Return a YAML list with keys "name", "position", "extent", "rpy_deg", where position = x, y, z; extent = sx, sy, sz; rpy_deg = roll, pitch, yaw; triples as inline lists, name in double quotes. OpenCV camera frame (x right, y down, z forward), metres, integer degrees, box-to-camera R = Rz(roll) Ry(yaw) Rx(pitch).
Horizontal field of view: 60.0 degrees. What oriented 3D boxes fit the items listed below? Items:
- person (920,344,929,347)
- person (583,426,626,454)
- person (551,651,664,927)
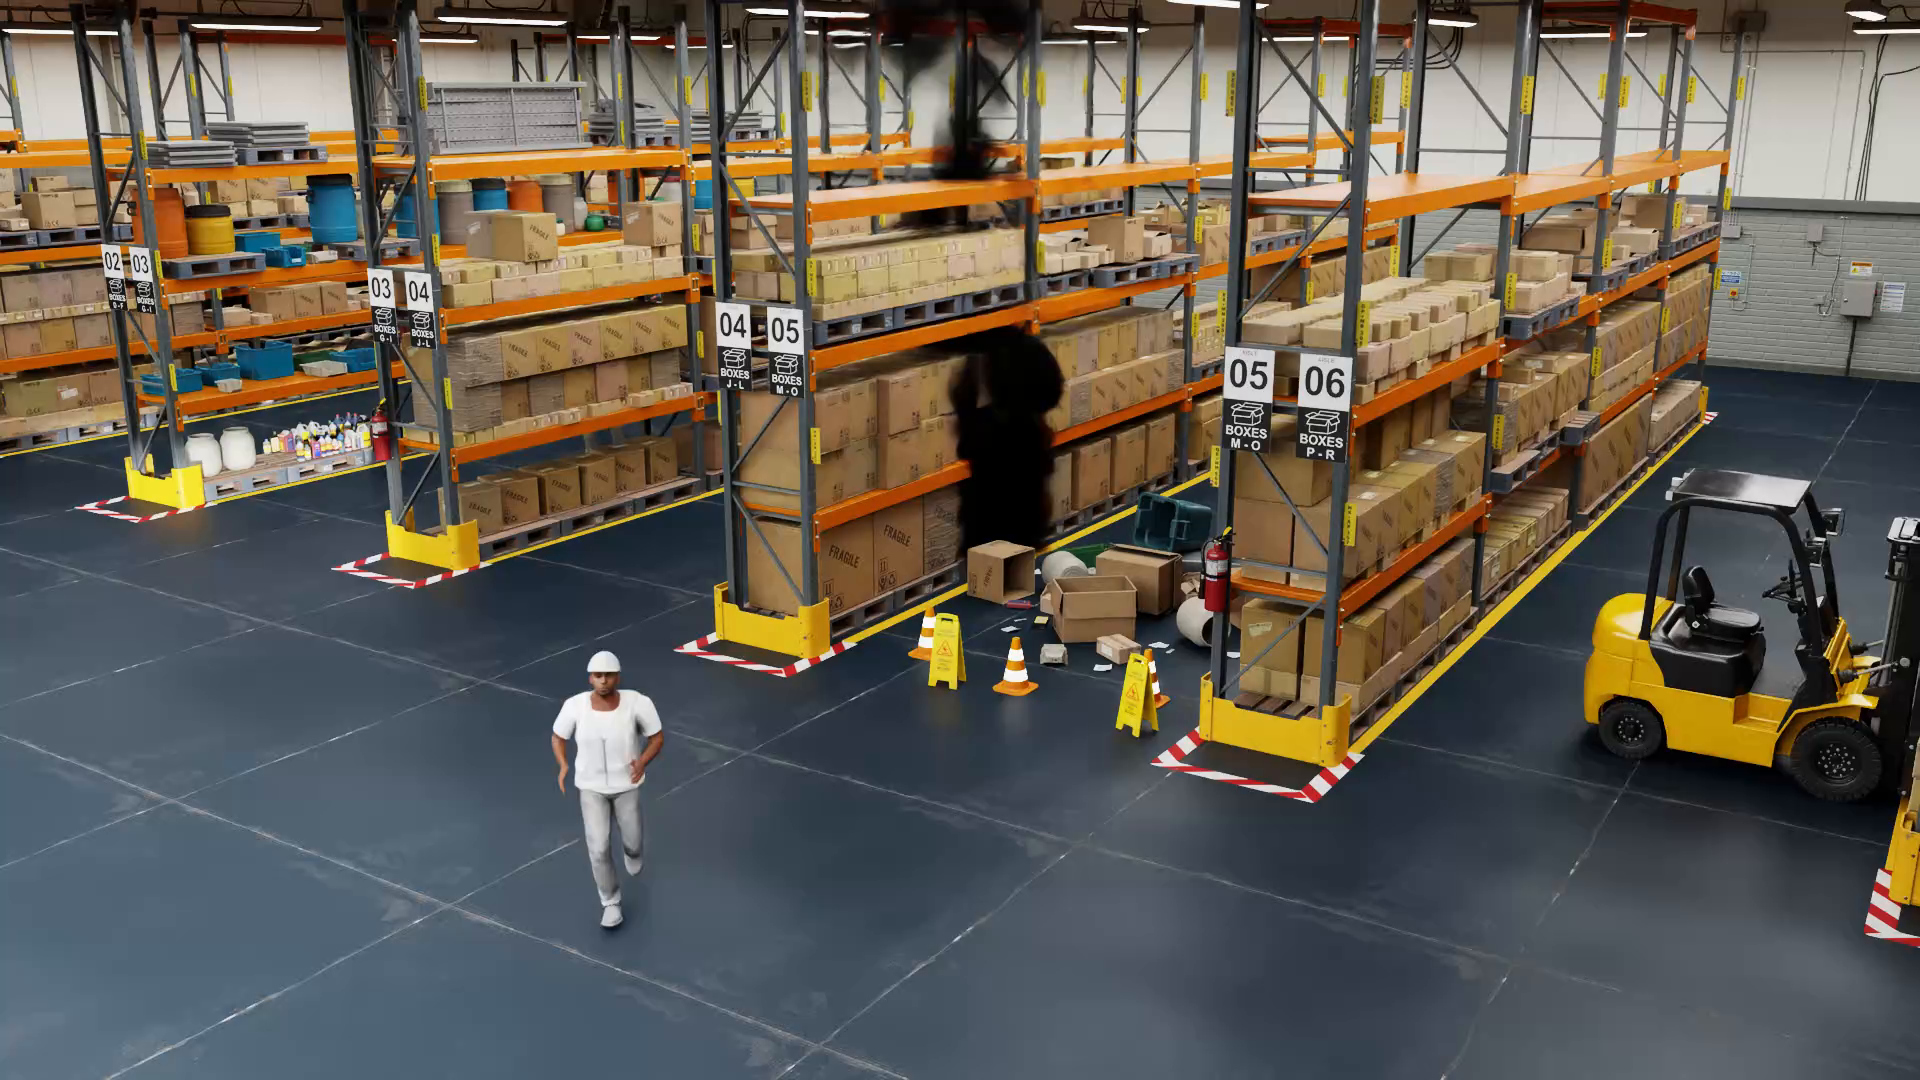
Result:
- name: "person"
  position: [-0.494, -1.852, 22.731]
  extent: [0.582, 1.685, 0.666]
  rpy_deg: [6, 17, 21]
- name: "person"
  position: [-4.945, -1.944, 22.889]
  extent: [0.666, 1.847, 0.928]
  rpy_deg: [6, 17, 19]
- name: "person"
  position: [-2.220, 1.525, 10.526]
  extent: [0.707, 1.726, 0.753]
  rpy_deg: [-2, 16, -8]
